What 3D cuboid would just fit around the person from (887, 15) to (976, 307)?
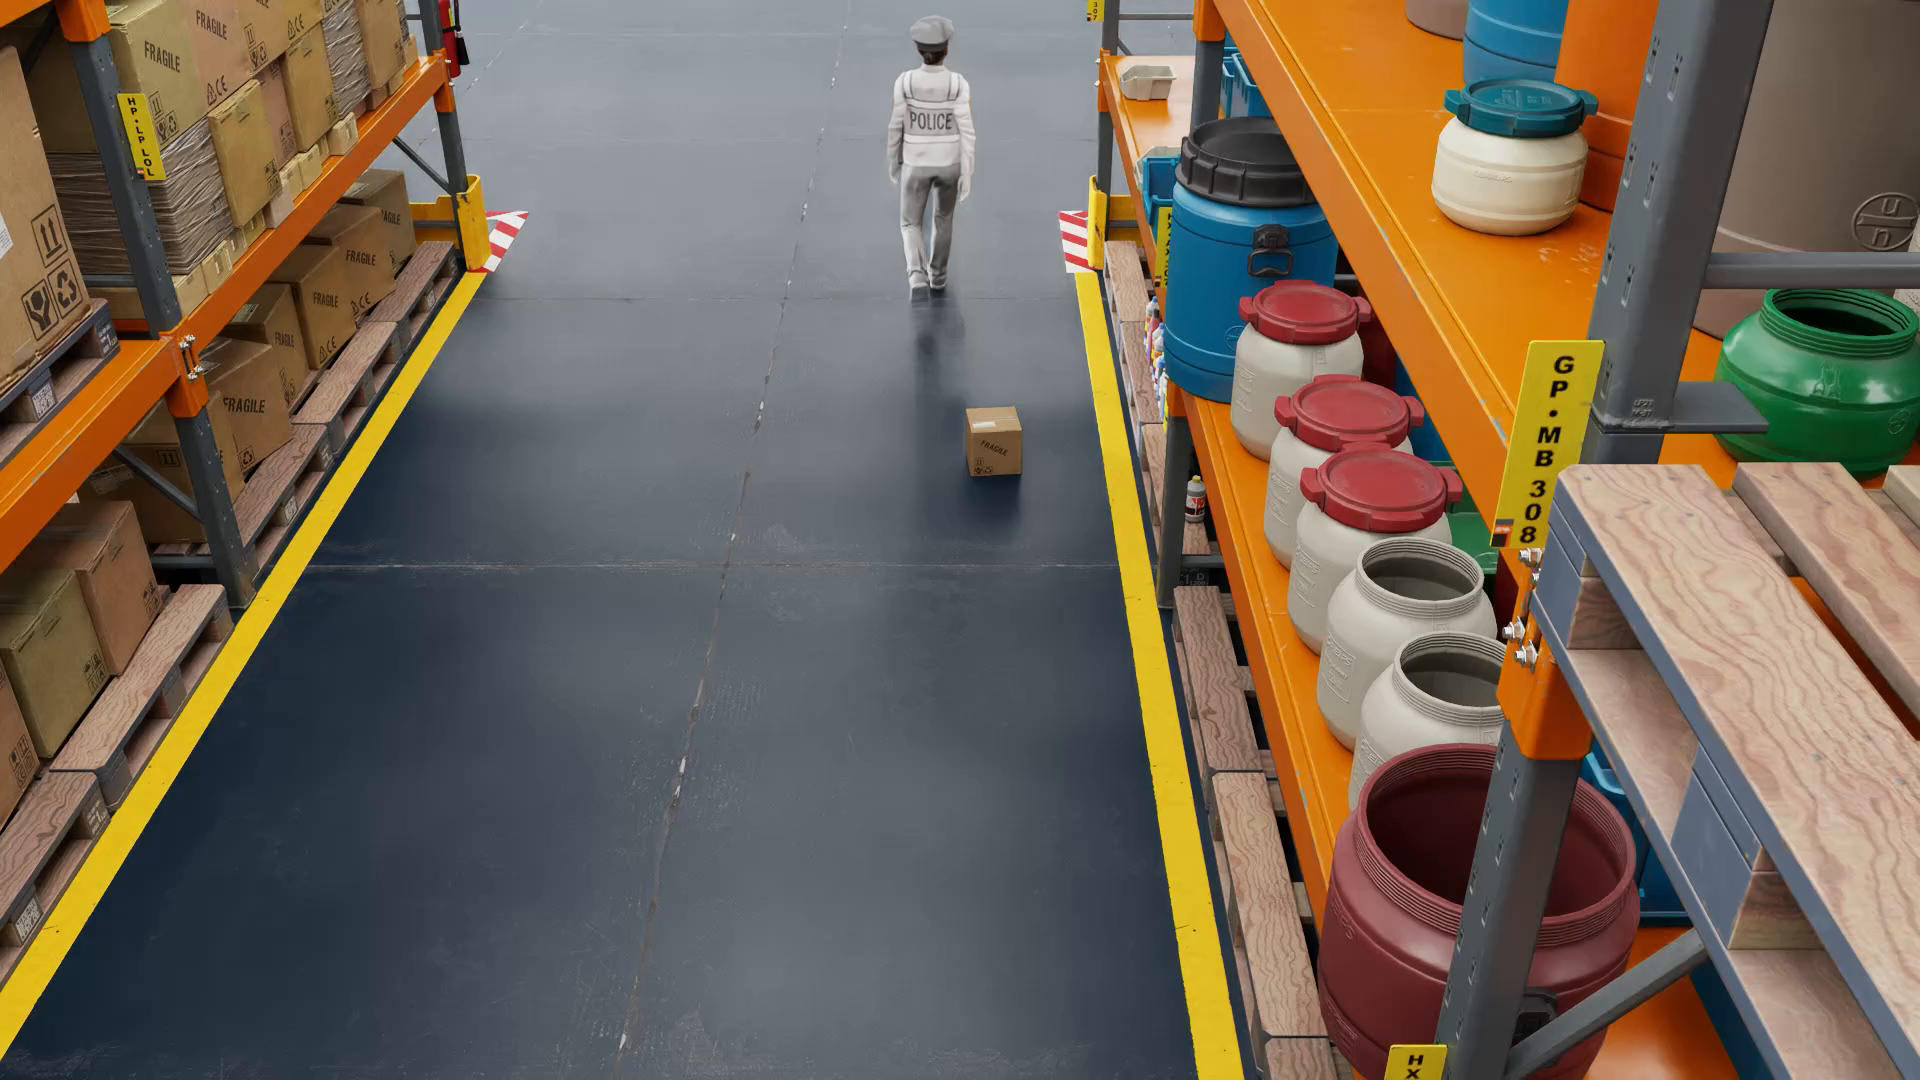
[{"bbox_3d":[-0.164,-2.148,9.569,0.506,1.648,0.840,-1,32,-2],"label":"person"}]
